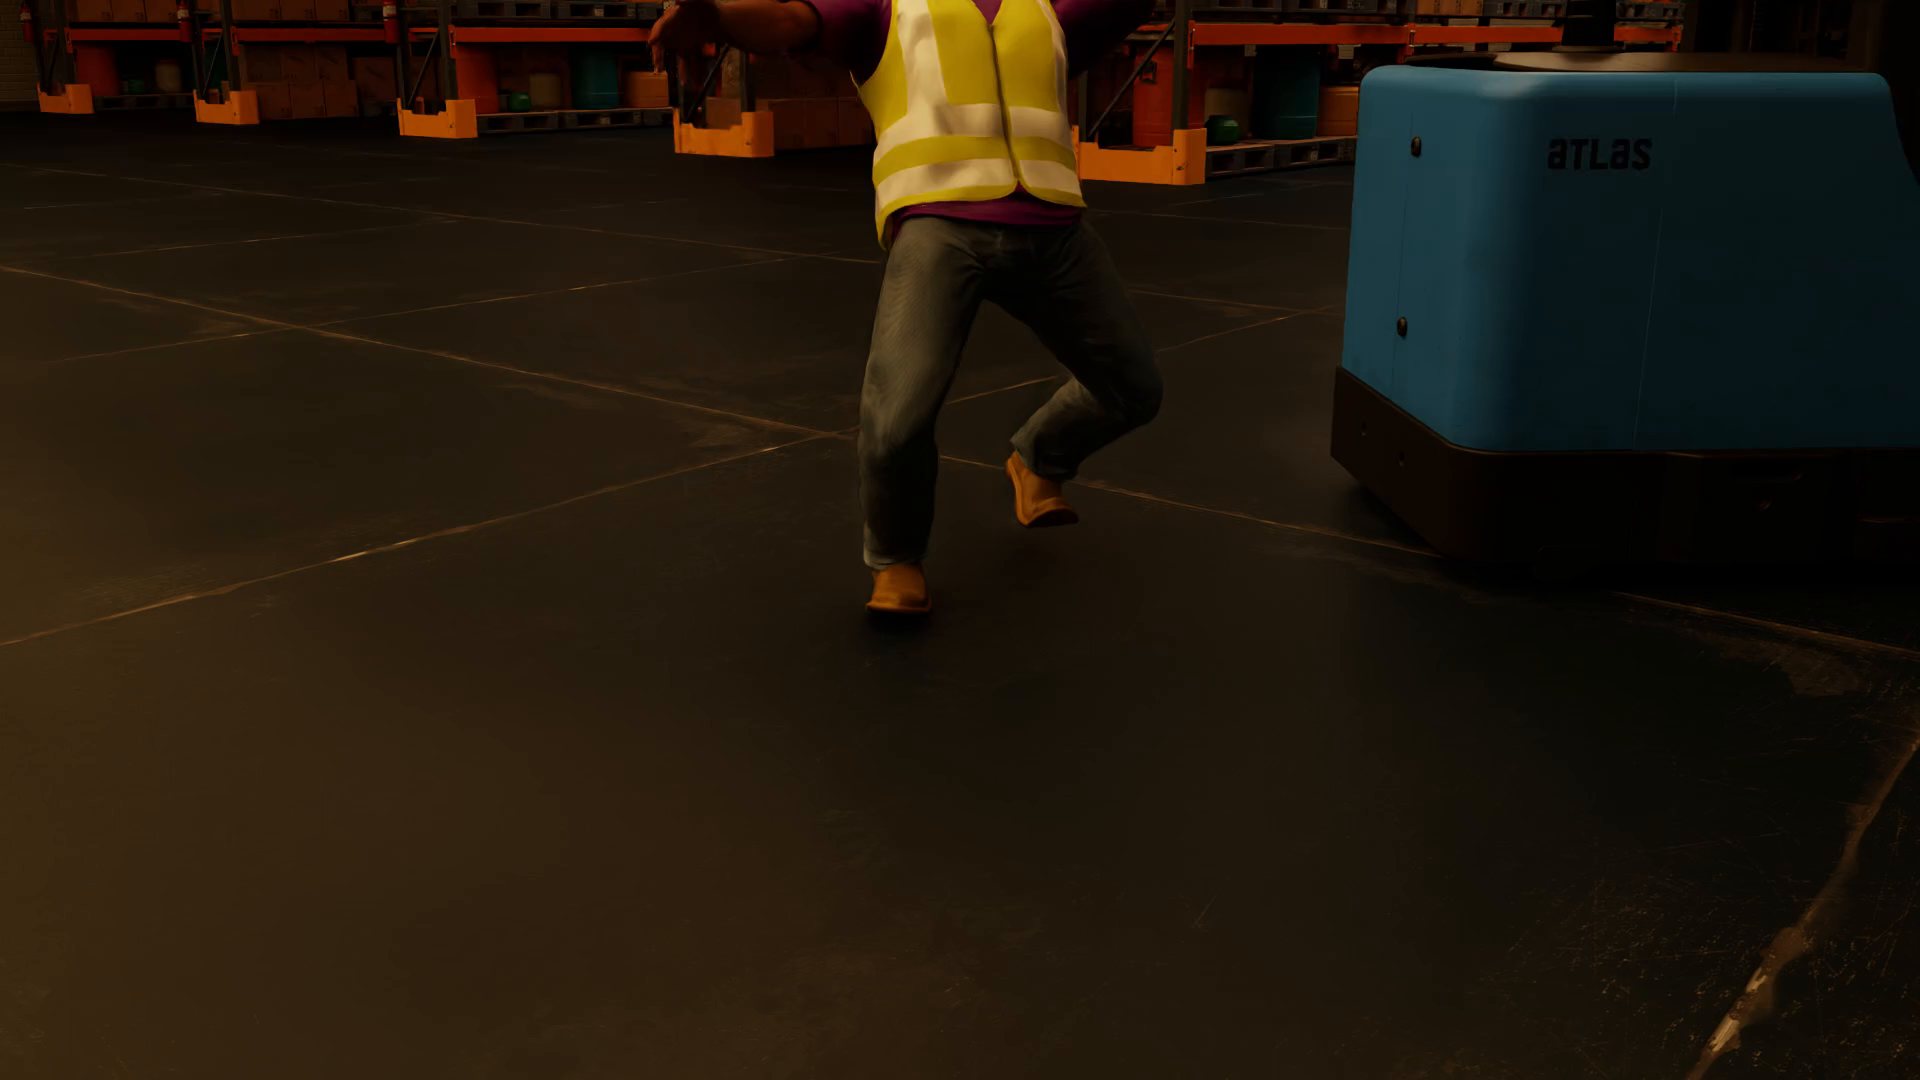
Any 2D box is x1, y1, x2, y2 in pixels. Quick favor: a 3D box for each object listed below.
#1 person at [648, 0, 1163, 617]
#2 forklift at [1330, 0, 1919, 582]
[{"bbox_3d":[-0.104,-0.605,3.251,1.116,1.525,0.752,-10,20,-30],"label":"person"},{"bbox_3d":[2.524,-1.458,3.699,3.031,2.935,1.130,-1,17,-3],"label":"forklift"}]
